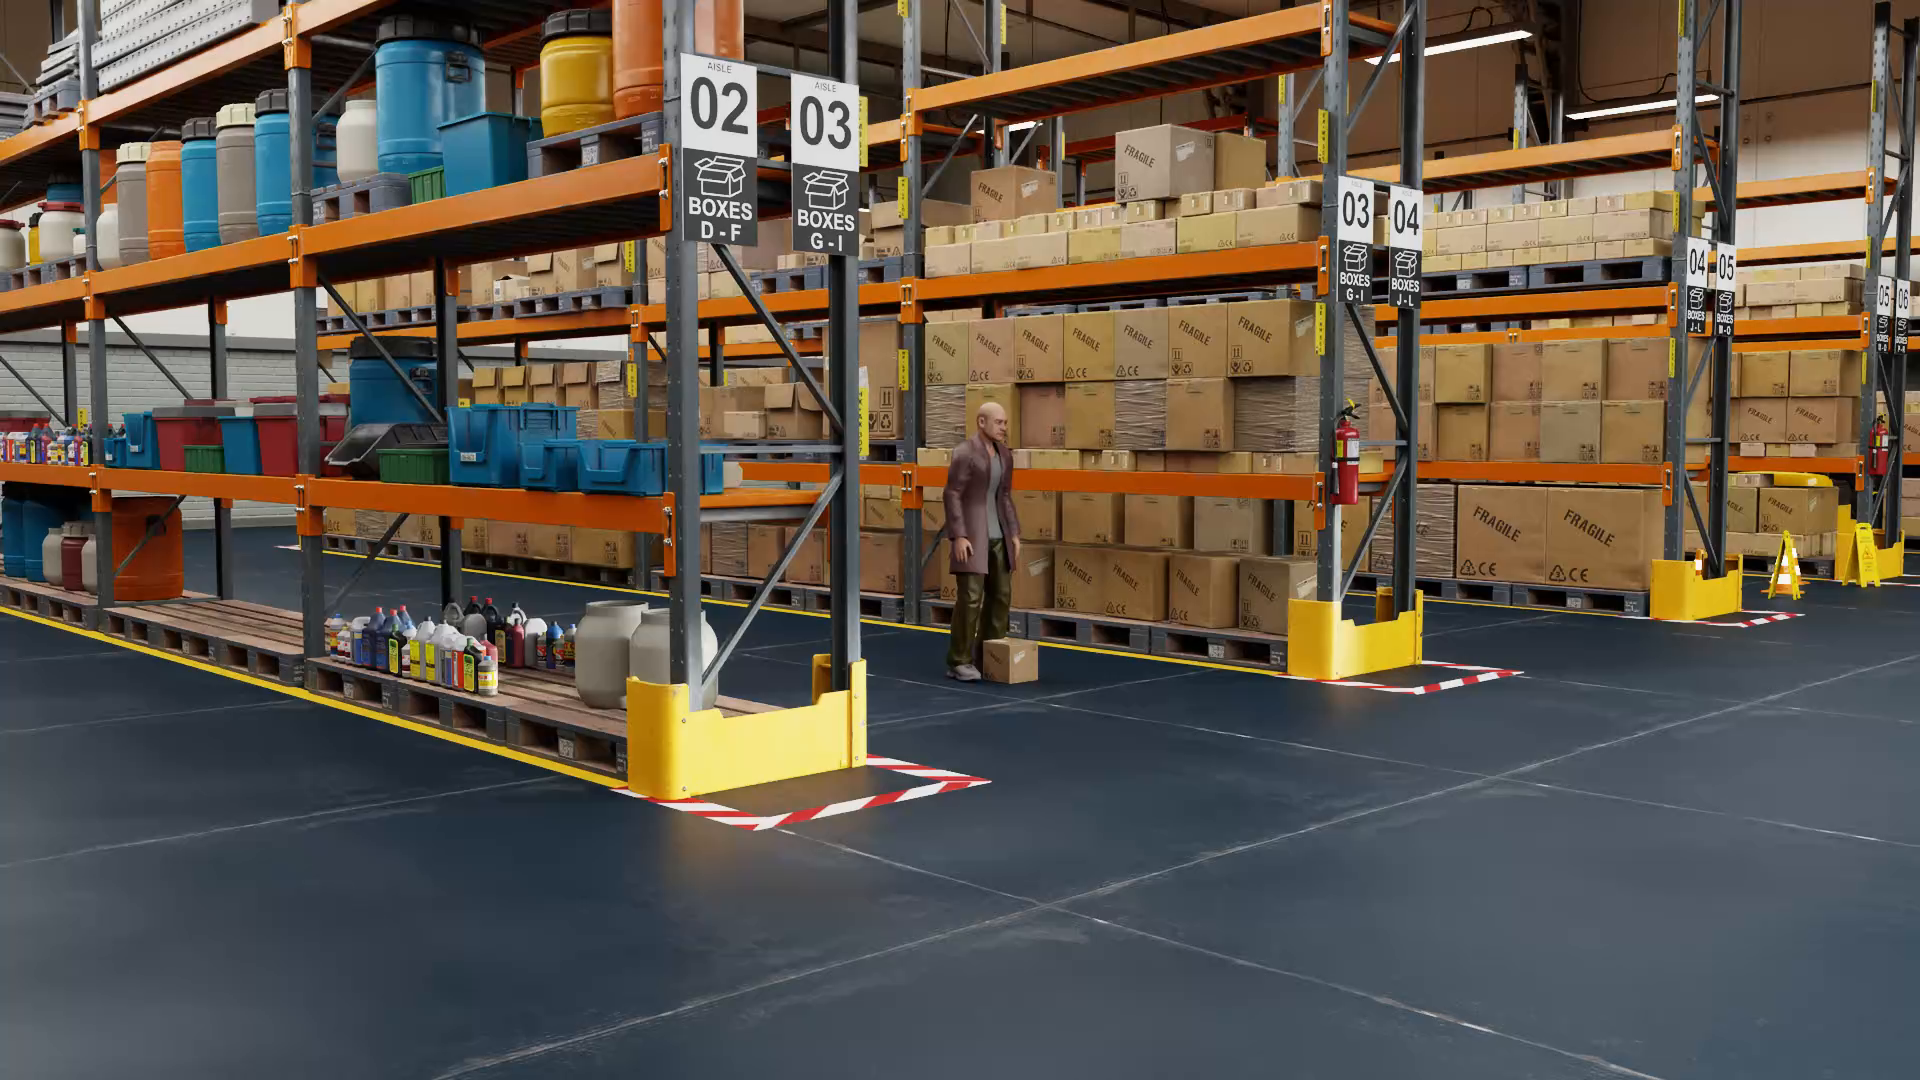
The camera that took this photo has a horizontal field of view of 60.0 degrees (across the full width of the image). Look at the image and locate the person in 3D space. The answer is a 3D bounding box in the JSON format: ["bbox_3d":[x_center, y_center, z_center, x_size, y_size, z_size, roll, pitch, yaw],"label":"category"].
[{"bbox_3d":[0.157,-0.002,10.764,0.421,1.774,0.654,4,5,43],"label":"person"}]
